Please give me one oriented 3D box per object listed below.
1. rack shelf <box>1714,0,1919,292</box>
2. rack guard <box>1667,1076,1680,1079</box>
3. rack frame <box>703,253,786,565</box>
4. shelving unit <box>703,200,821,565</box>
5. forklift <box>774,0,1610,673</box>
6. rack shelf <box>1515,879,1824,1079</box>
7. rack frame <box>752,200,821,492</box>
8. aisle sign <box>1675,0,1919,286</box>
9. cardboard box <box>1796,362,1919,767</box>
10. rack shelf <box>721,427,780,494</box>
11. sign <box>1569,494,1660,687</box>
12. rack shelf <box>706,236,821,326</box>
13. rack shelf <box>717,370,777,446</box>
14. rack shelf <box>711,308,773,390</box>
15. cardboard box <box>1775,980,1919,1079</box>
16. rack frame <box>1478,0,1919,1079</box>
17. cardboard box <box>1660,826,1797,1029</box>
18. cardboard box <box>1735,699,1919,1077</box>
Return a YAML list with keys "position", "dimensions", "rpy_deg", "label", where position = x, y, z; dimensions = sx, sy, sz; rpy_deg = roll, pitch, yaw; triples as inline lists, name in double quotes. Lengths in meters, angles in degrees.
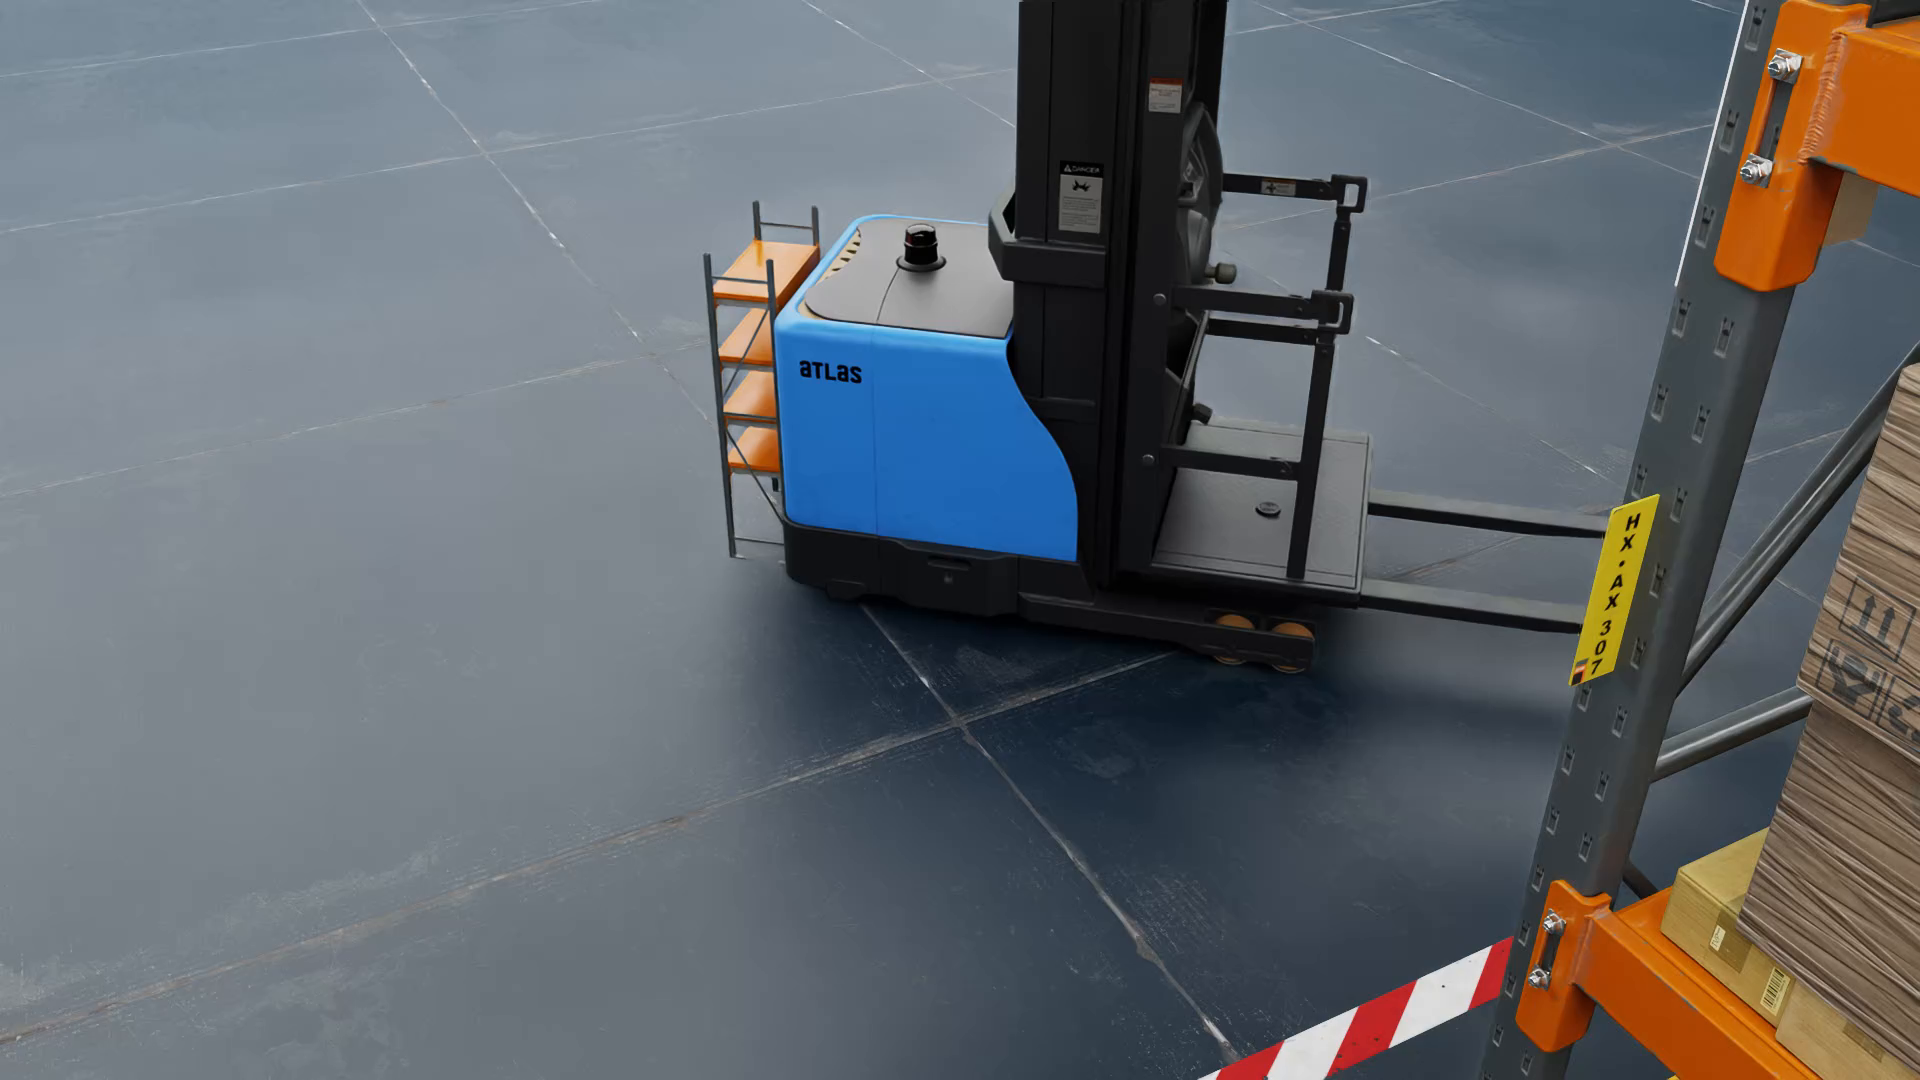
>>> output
- position: [2.413, 0.303, 0.883]
  dimensions: [1.077, 0.370, 4.000]
  rpy_deg: [-16, 36, -23]
  label: "rack shelf"
- position: [1.516, 1.397, 3.606]
  dimensions: [1.175, 0.500, 0.348]
  rpy_deg: [-16, 36, -23]
  label: "rack guard"
- position: [-0.733, -0.429, 5.808]
  dimensions: [0.240, 1.200, 0.015]
  rpy_deg: [7, 33, 11]
  label: "rack frame"
- position: [-0.676, -0.557, 6.008]
  dimensions: [0.258, 1.200, 0.503]
  rpy_deg: [7, 33, 11]
  label: "shelving unit"
- position: [0.950, -1.107, 5.261]
  dimensions: [3.031, 2.935, 1.130]
  rpy_deg: [8, 33, 12]
  label: "forklift"
- position: [2.413, 1.566, 1.692]
  dimensions: [1.077, 0.370, 4.000]
  rpy_deg: [-16, 36, -23]
  label: "rack shelf"
- position: [-0.620, -0.686, 6.208]
  dimensions: [0.240, 1.200, 0.015]
  rpy_deg: [7, 33, 11]
  label: "rack frame"
- position: [1.186, -0.740, 2.215]
  dimensions: [0.394, 0.787, 0.004]
  rpy_deg: [-16, 36, -23]
  label: "aisle sign"
- position: [1.495, 0.051, 2.094]
  dimensions: [0.500, 0.500, 0.500]
  rpy_deg: [-16, 36, -23]
  label: "cardboard box"
- position: [-0.676, -0.334, 6.151]
  dimensions: [0.258, 0.148, 0.480]
  rpy_deg: [7, 33, 11]
  label: "rack shelf"
- position: [1.000, 0.080, 2.541]
  dimensions: [0.100, 0.325, 0.005]
  rpy_deg: [-16, 36, -23]
  label: "sign"
- position: [-0.676, -0.888, 5.796]
  dimensions: [0.258, 0.148, 0.480]
  rpy_deg: [7, 33, 11]
  label: "rack shelf"
- position: [-0.676, -0.501, 6.044]
  dimensions: [0.258, 0.148, 0.480]
  rpy_deg: [7, 33, 11]
  label: "rack shelf"
- position: [-0.676, -0.689, 5.924]
  dimensions: [0.258, 0.148, 0.480]
  rpy_deg: [7, 33, 11]
  label: "rack shelf"
- position: [1.502, 0.734, 2.556]
  dimensions: [0.380, 0.149, 0.250]
  rpy_deg: [-16, 36, -23]
  label: "cardboard box"
- position: [1.477, 0.309, 2.987]
  dimensions: [0.949, 2.616, 0.053]
  rpy_deg: [-16, 36, -23]
  label: "rack frame"
- position: [1.402, 0.610, 2.750]
  dimensions: [0.380, 0.149, 0.250]
  rpy_deg: [-16, 36, -23]
  label: "cardboard box"
- position: [1.712, 0.410, 2.460]
  dimensions: [0.875, 0.500, 0.500]
  rpy_deg: [-16, 36, -23]
  label: "cardboard box"
